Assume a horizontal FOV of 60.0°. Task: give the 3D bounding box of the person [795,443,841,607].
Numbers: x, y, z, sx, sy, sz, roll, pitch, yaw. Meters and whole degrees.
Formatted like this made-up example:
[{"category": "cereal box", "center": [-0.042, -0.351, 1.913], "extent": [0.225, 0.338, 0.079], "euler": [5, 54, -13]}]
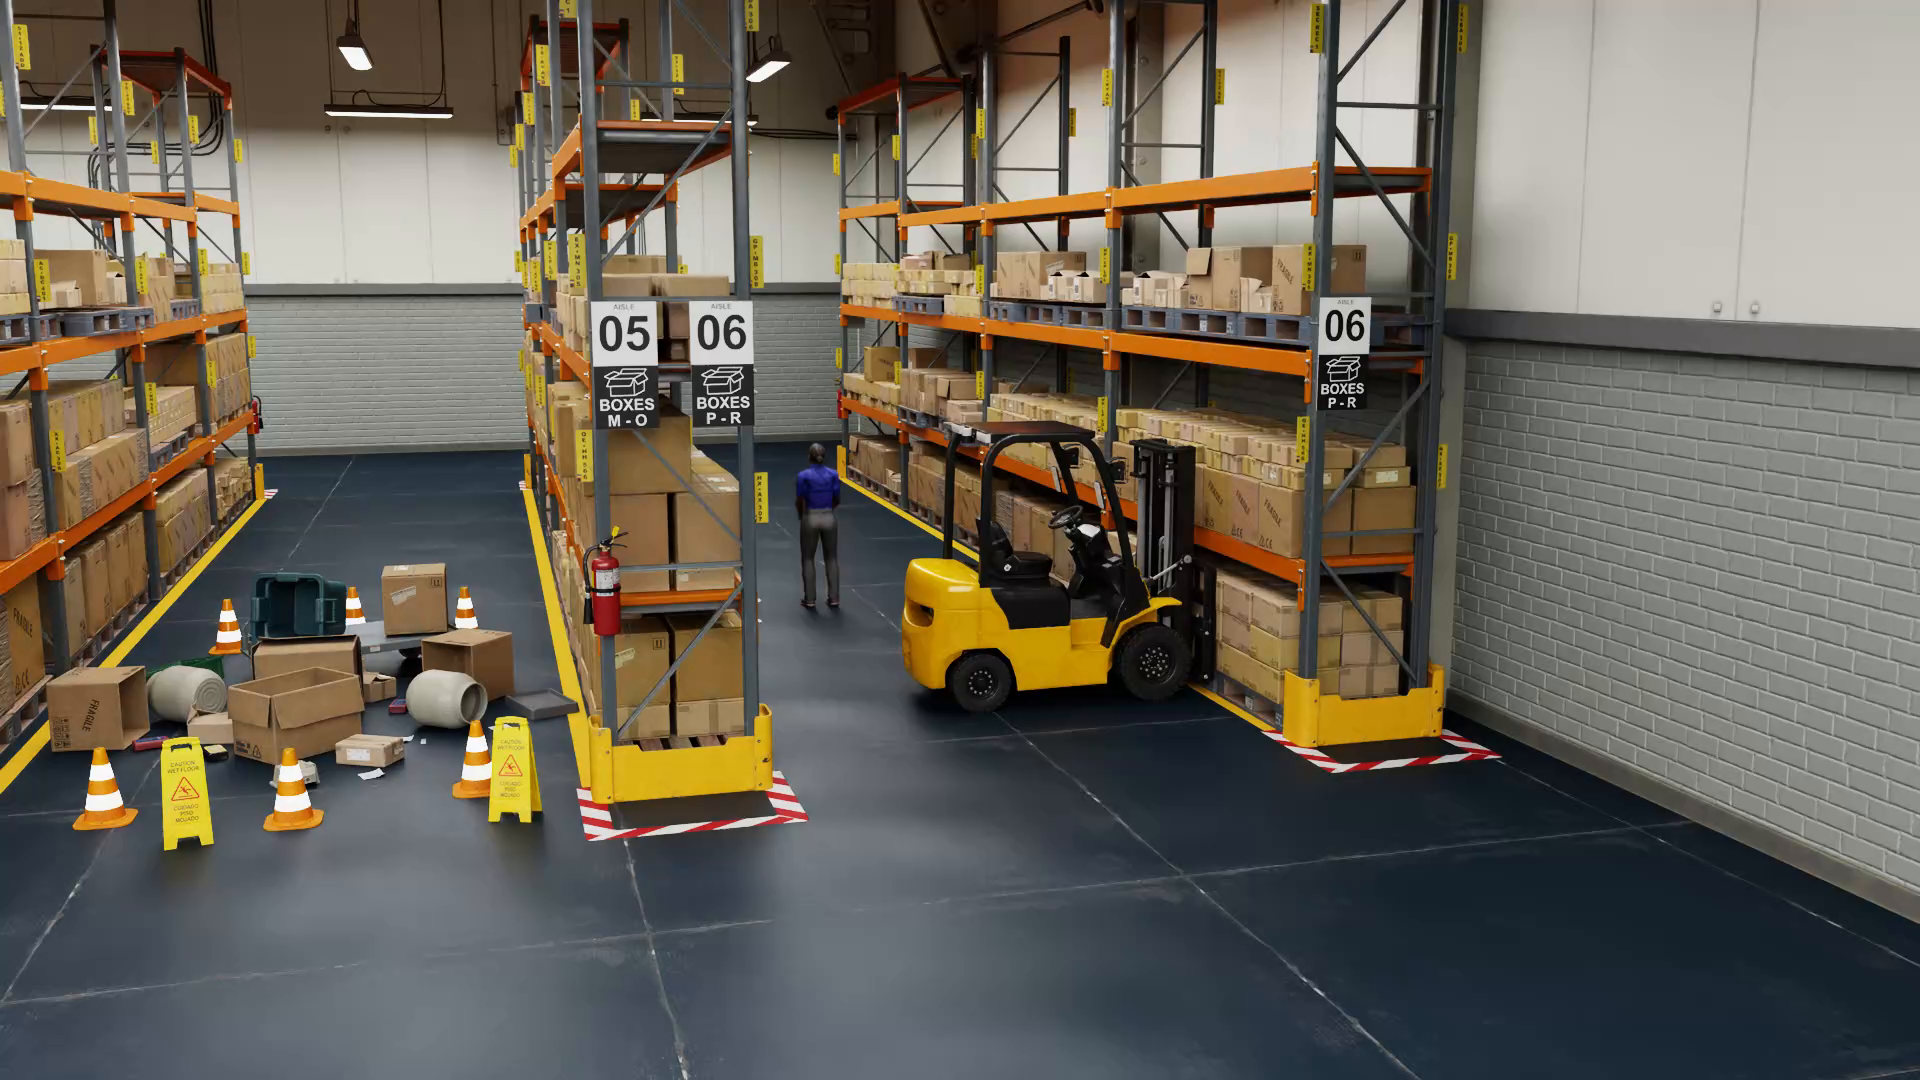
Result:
[{"category": "person", "center": [-1.452, -0.165, 16.875], "extent": [0.472, 1.660, 0.466], "euler": [-3, 10, -16]}]
